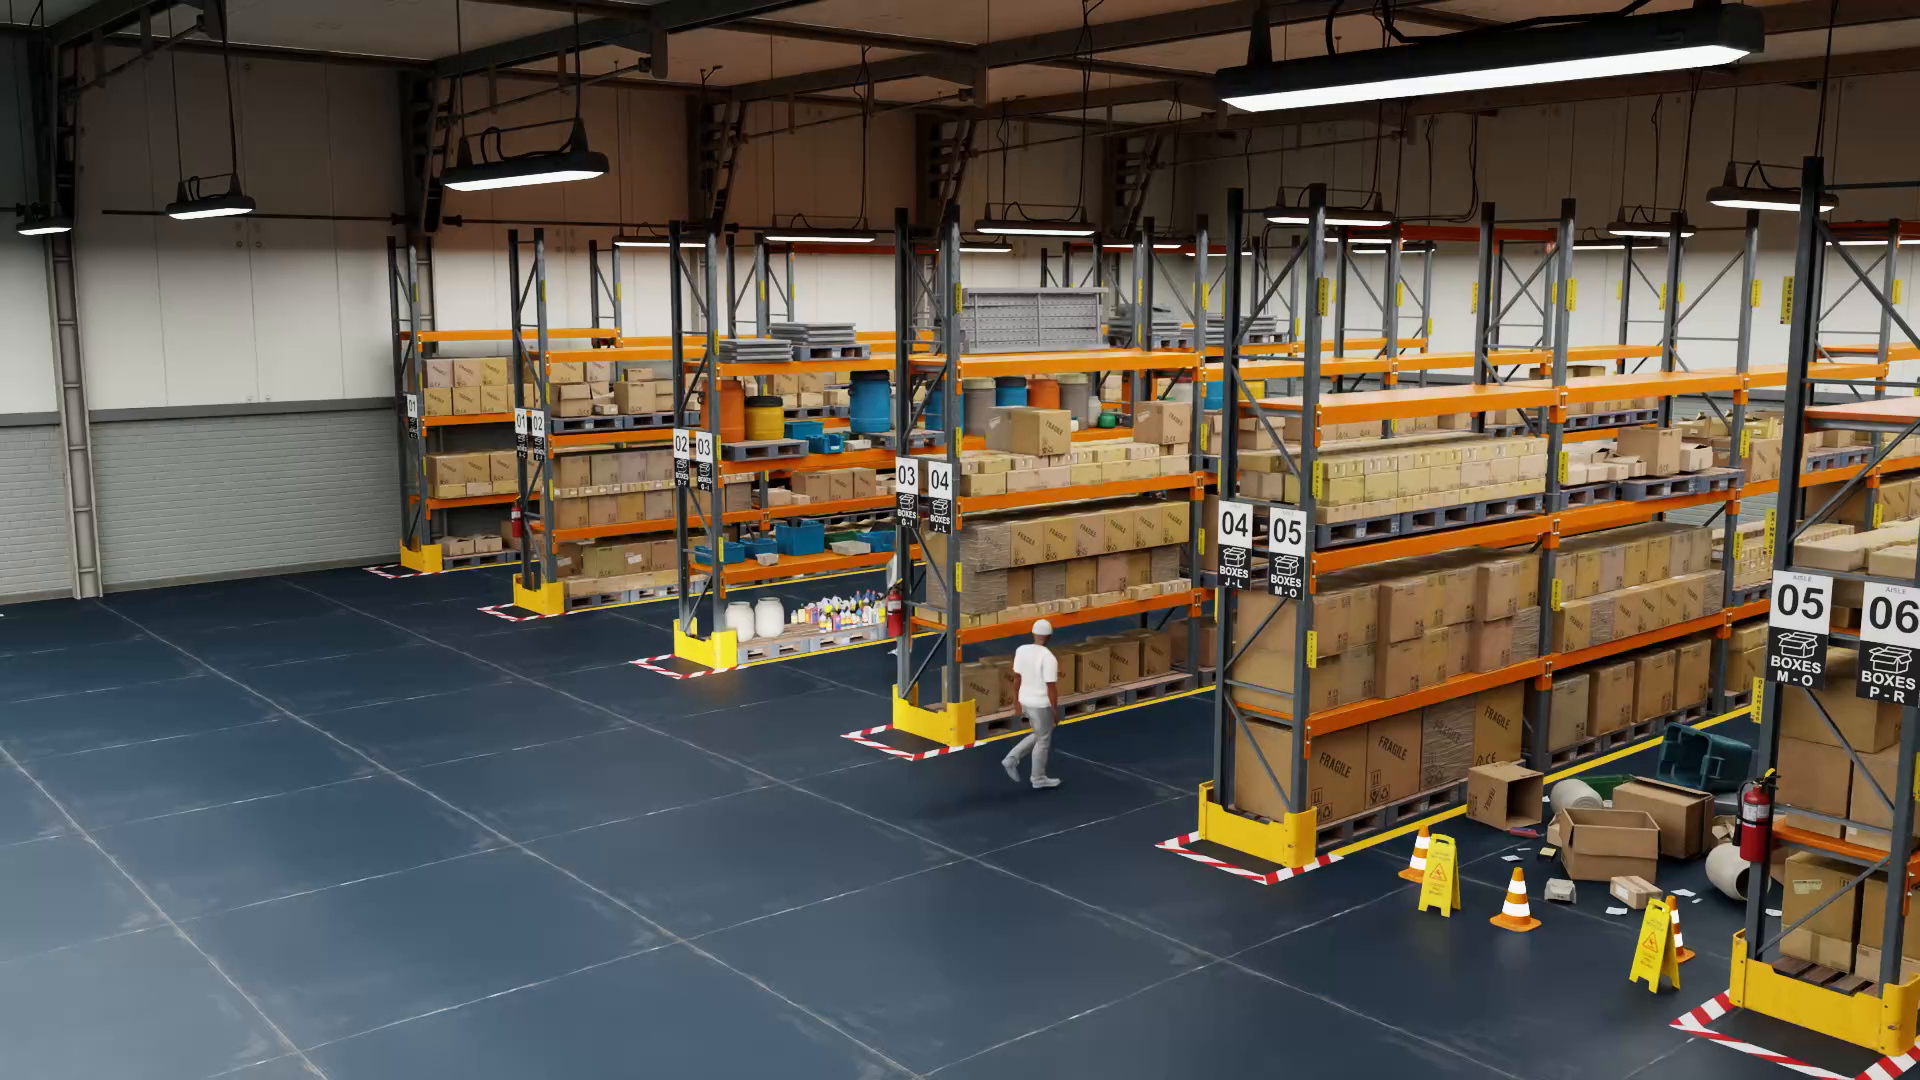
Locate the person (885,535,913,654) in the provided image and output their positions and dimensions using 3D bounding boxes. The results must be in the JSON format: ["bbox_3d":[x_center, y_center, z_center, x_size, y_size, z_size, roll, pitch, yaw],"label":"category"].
[{"bbox_3d":[-0.795,0.729,22.009,0.352,1.606,0.475,2,9,14],"label":"person"}]

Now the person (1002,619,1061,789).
[{"bbox_3d":[0.778,1.683,17.010,0.558,1.757,0.537,-3,9,-16],"label":"person"}]
